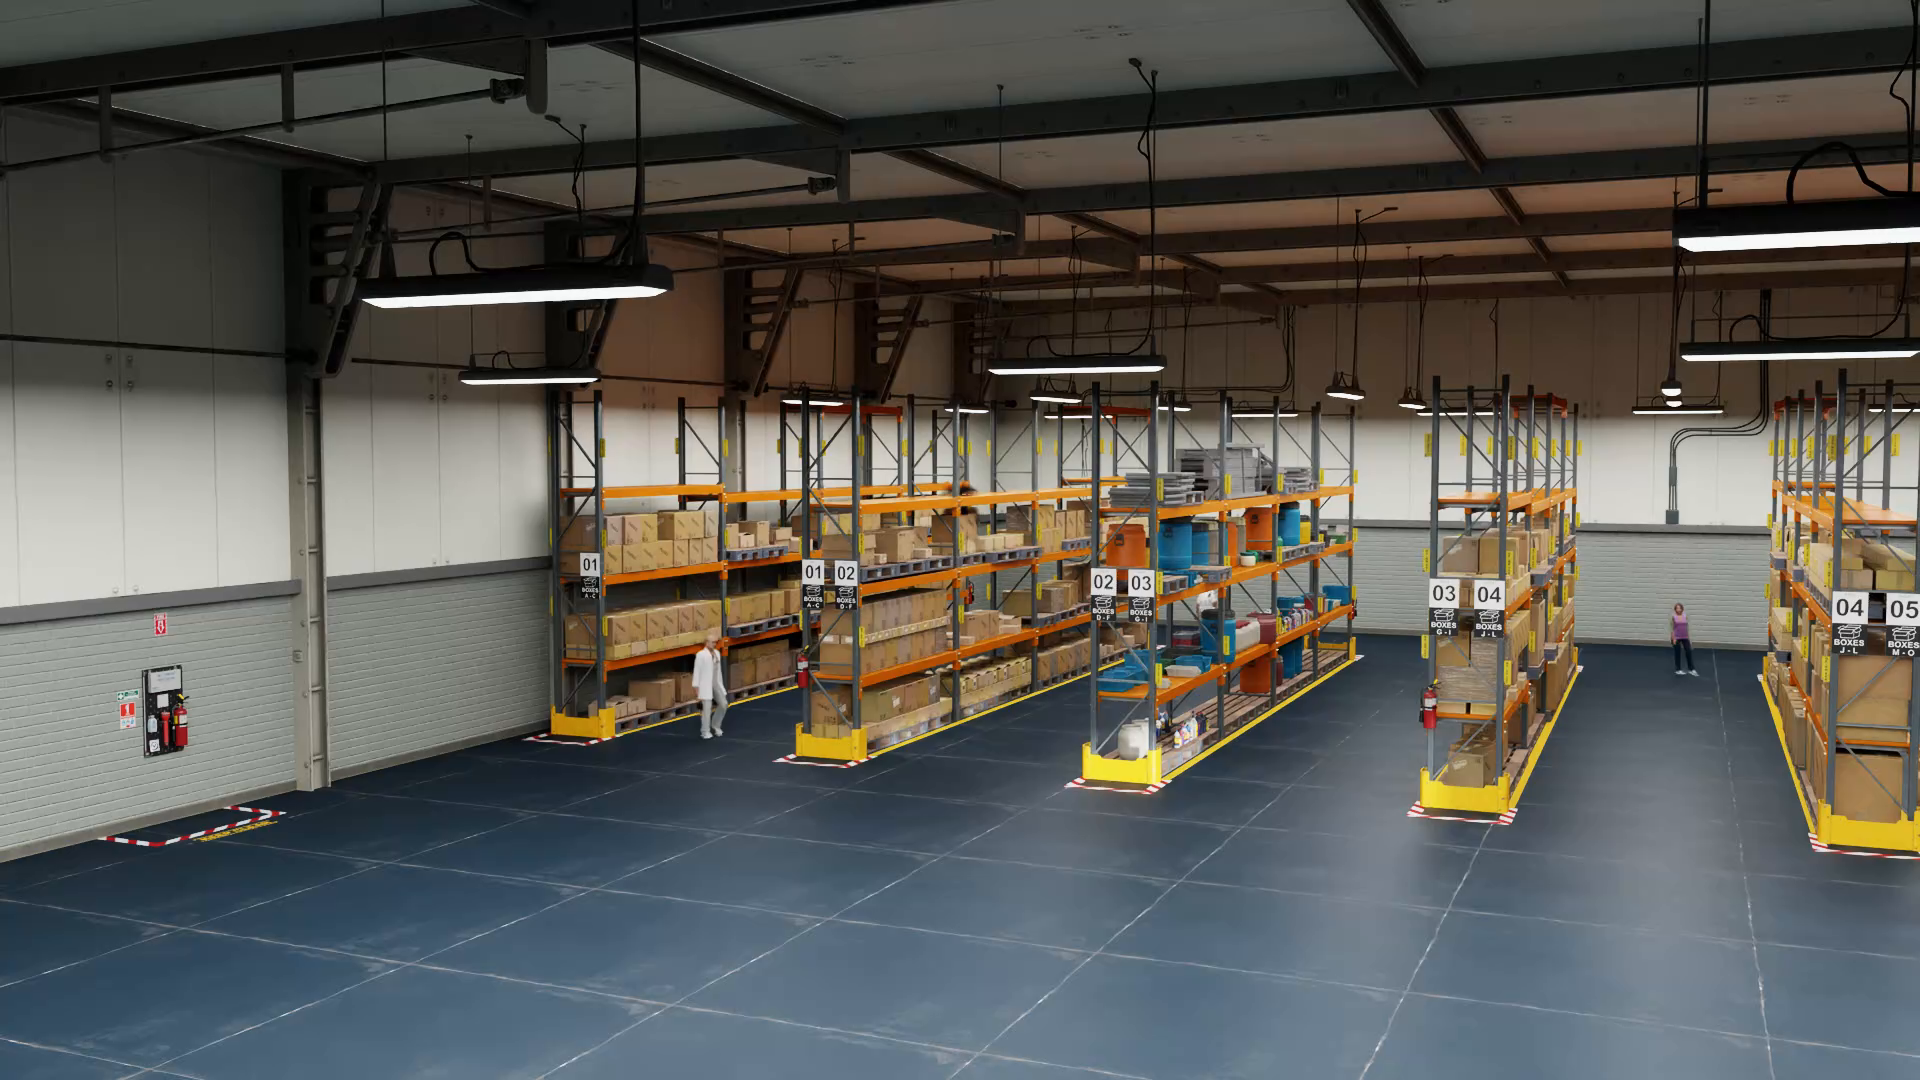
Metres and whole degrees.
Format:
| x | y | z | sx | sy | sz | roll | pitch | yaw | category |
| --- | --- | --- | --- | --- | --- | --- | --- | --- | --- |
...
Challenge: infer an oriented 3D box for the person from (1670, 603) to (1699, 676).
| x | y | z | sx | sy | sz | roll | pitch | yaw | category |
| --- | --- | --- | --- | --- | --- | --- | --- | --- | --- |
| 15.970 | 2.186 | 36.695 | 0.601 | 1.603 | 0.332 | 0 | 3 | 7 | person |

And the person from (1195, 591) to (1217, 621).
| x | y | z | sx | sy | sz | roll | pitch | yaw | category |
| --- | --- | --- | --- | --- | --- | --- | --- | --- | --- |
| 6.178 | 1.859 | 41.782 | 0.549 | 1.698 | 0.478 | 0 | 3 | 2 | person |

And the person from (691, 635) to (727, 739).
| x | y | z | sx | sy | sz | roll | pitch | yaw | category |
| --- | --- | --- | --- | --- | --- | --- | --- | --- | --- |
| -4.365 | 2.532 | 28.811 | 0.473 | 1.780 | 0.706 | 3 | 4 | 42 | person |
